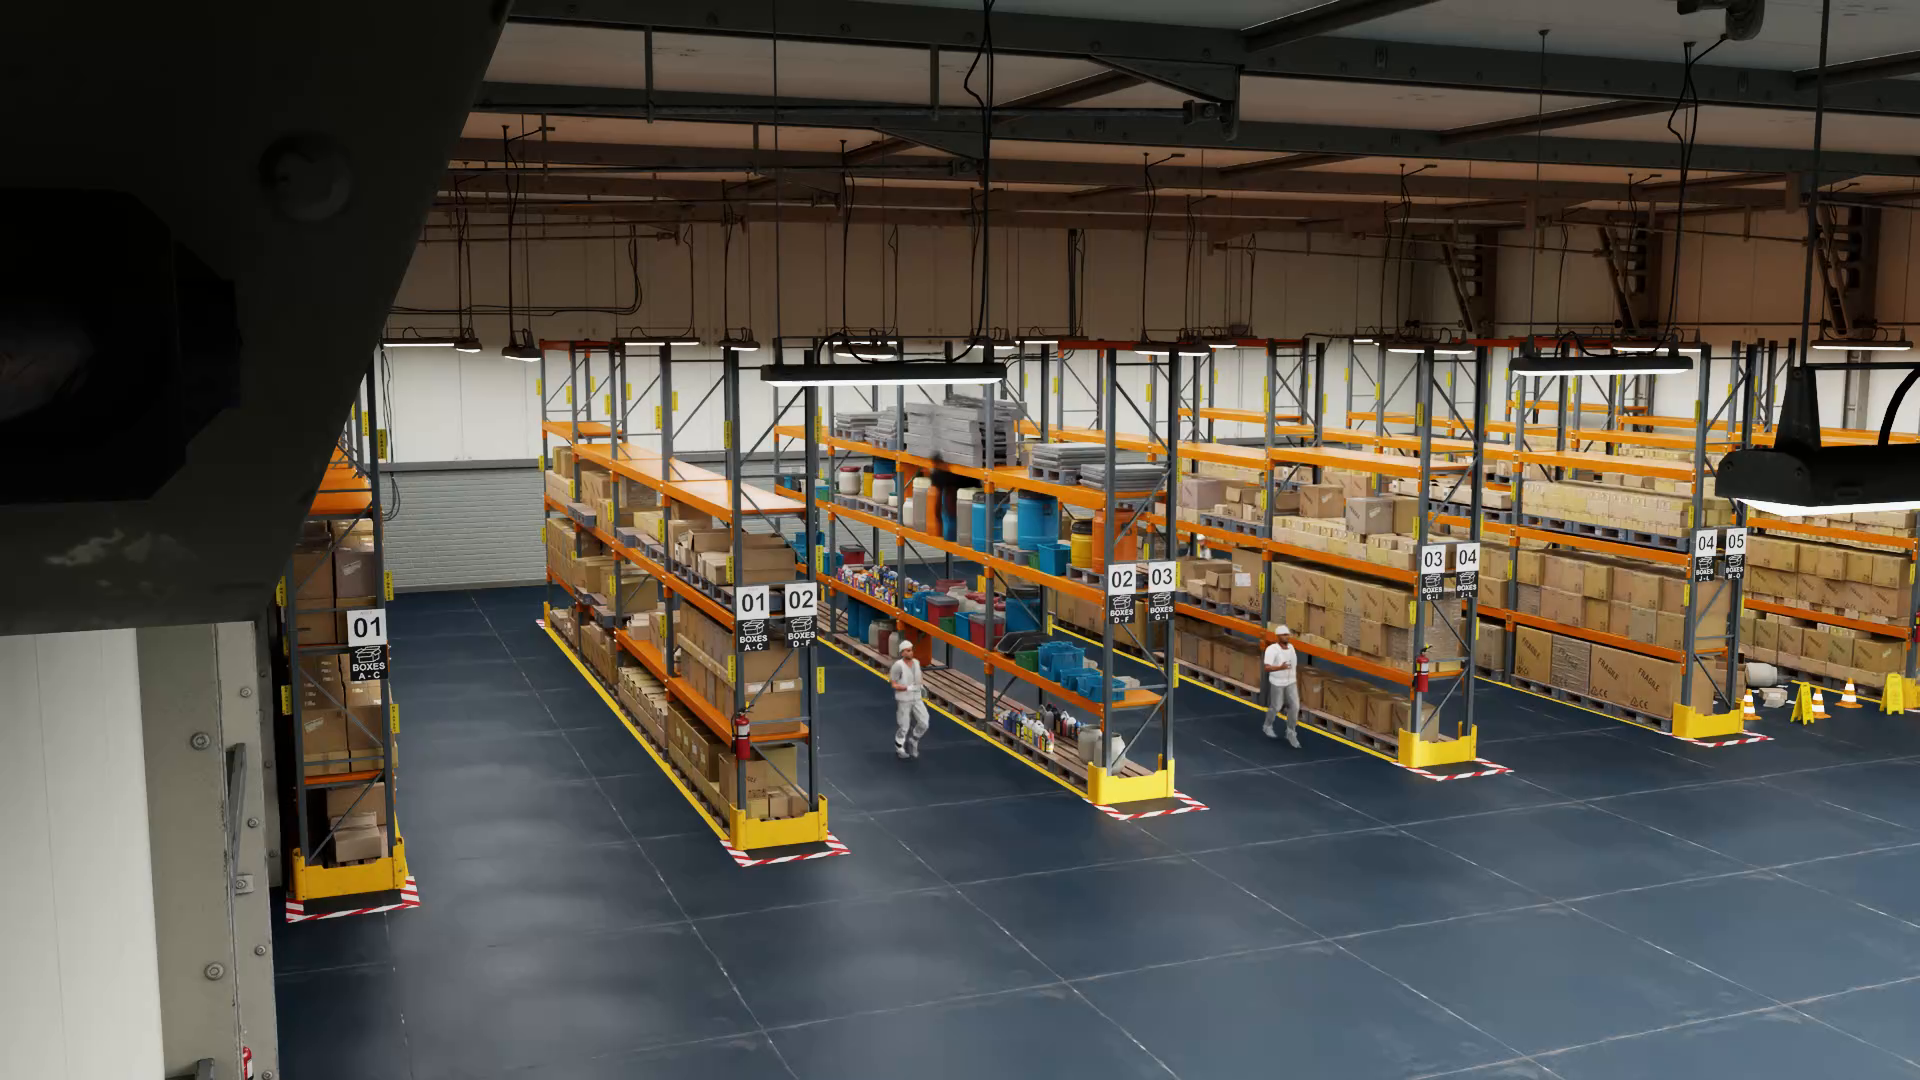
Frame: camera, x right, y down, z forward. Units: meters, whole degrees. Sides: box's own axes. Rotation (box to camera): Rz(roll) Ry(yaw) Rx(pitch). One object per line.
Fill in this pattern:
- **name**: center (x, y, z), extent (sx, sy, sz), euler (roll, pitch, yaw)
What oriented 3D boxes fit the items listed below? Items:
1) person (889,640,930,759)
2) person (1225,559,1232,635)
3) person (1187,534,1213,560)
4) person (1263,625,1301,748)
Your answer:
- **person**: center (-0.710, 2.322, 24.036), extent (0.640, 1.750, 0.661), euler (-5, 9, -34)
- **person**: center (5.343, 1.179, 33.605), extent (0.631, 1.641, 0.849), euler (-4, 8, -27)
- **person**: center (5.297, 0.734, 36.593), extent (0.661, 1.738, 0.580), euler (-2, 8, -17)
- **person**: center (4.865, 2.190, 25.117), extent (0.677, 1.823, 0.738), euler (-3, 8, -24)
